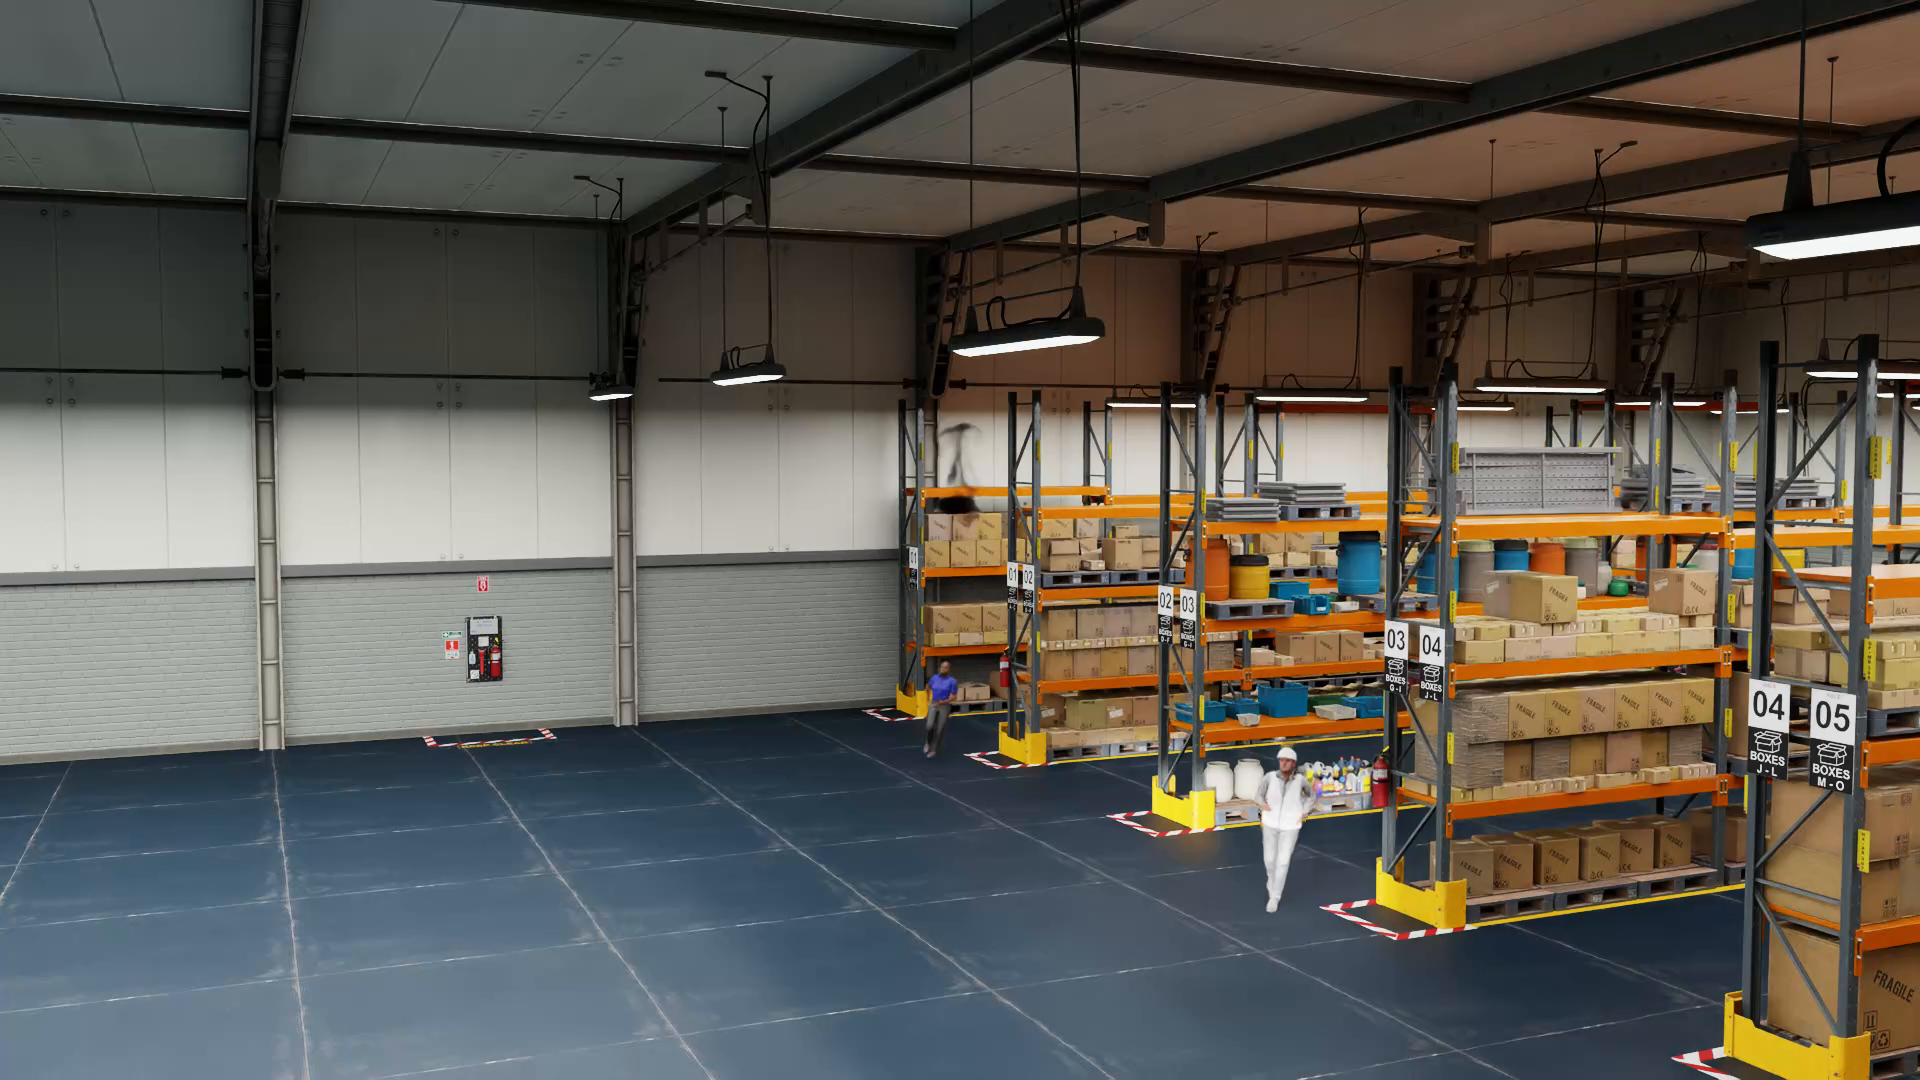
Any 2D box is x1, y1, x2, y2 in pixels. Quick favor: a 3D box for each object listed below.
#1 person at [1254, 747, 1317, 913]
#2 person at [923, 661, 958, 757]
[{"bbox_3d":[3.625,3.195,18.598,0.670,1.781,0.876,1,4,22],"label":"person"},{"bbox_3d":[-0.328,2.775,27.217,0.591,1.609,0.583,1,3,9],"label":"person"}]
